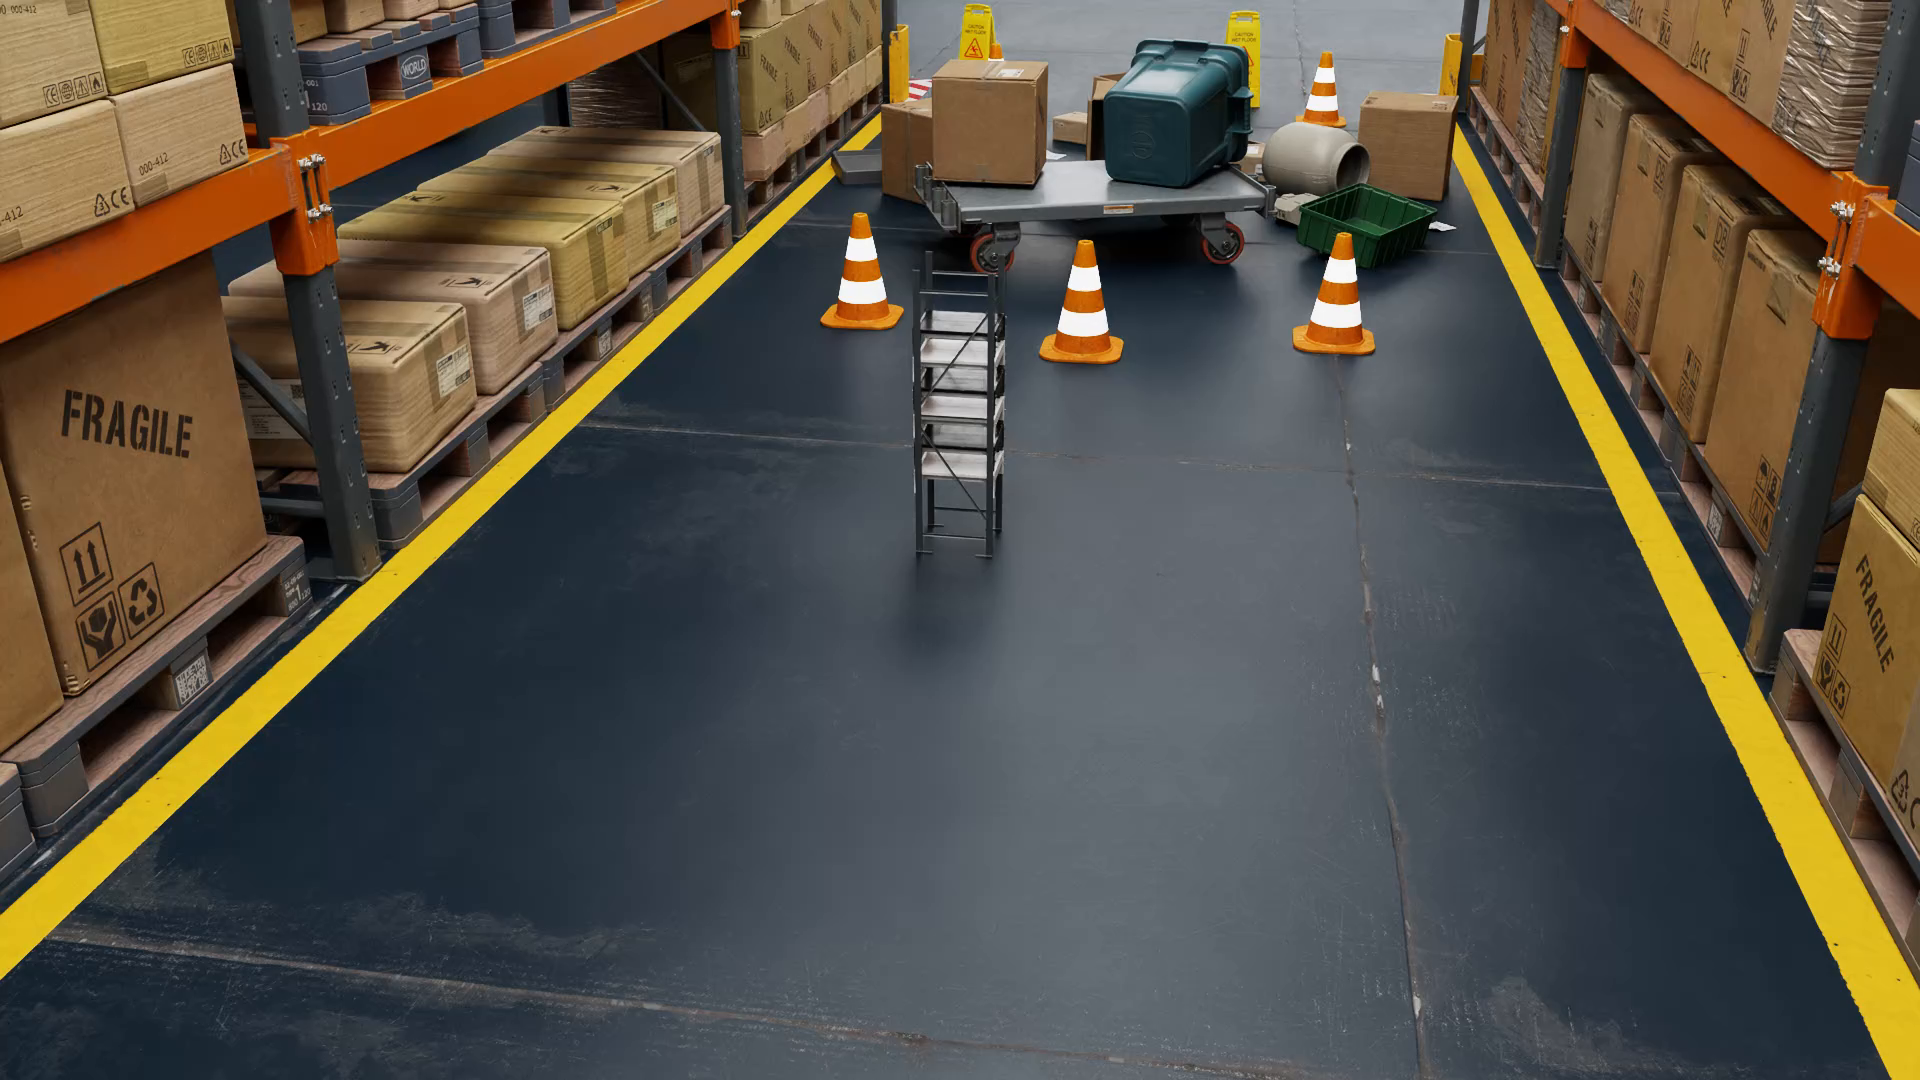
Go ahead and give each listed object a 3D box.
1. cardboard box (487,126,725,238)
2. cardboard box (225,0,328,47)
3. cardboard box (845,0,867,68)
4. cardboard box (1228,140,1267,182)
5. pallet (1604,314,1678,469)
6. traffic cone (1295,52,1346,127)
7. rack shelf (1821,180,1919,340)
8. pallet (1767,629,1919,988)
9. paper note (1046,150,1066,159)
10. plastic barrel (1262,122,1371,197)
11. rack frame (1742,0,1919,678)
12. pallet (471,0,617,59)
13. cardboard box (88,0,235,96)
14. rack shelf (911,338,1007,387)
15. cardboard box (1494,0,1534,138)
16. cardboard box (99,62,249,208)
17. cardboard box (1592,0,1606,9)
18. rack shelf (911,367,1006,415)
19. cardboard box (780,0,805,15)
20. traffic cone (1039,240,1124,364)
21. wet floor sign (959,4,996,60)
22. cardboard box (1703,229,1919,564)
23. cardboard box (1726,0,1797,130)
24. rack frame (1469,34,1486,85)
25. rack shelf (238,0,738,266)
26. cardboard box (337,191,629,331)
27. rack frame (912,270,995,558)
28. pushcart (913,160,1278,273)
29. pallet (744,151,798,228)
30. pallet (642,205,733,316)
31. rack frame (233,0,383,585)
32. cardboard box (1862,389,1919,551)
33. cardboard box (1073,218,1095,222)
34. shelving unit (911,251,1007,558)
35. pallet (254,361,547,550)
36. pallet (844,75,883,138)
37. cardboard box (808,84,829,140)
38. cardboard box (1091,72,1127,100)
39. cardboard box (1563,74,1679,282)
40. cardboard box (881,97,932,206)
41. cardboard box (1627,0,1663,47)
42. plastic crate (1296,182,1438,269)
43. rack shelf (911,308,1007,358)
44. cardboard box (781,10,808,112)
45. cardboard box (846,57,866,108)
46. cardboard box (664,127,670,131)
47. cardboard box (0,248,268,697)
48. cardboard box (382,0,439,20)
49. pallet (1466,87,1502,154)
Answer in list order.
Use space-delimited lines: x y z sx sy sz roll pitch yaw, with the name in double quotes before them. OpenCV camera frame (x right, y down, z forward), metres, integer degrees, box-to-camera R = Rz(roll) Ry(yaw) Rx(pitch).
"cardboard box" -1.693 -1.738 8.029 0.950 0.372 0.625 4 25 9
"cardboard box" -2.027 -1.484 4.683 0.380 0.149 0.250 3 25 5
"cardboard box" -0.911 -3.343 10.717 0.500 0.500 0.500 5 26 10
"cardboard box" 1.754 -2.265 9.775 0.396 0.266 0.258 8 26 18
"pallet" 3.042 -0.554 6.185 1.003 0.211 1.213 4 25 9
"traffic cone" 2.457 -3.057 11.235 0.336 0.463 0.334 4 25 9
"rack shelf" 2.310 0.179 2.179 1.077 0.370 4.000 4 25 9
"pallet" 2.508 0.606 3.706 1.003 0.211 1.213 4 25 9
"paper note" 0.567 -2.402 10.360 0.148 0.019 0.142 13 28 26
"plastic barrel" 1.963 -2.071 9.174 0.421 0.421 0.512 -20 32 -36
"rack frame" 2.637 -0.984 3.813 1.000 3.000 0.127 4 25 9
"pallet" -1.980 -2.028 6.271 1.003 0.211 1.213 4 25 9
"cardboard box" -2.092 -1.223 3.911 0.500 0.250 0.500 4 25 8
"rack shelf" -0.001 -0.537 4.990 0.258 0.077 0.200 4 25 9
"cardboard box" 3.757 -2.901 9.921 0.875 0.875 0.875 4 25 8
"cardboard box" -2.090 -0.987 3.997 0.500 0.250 0.500 3 25 7
"cardboard box" 2.939 -2.501 6.936 0.500 0.500 0.500 4 25 9
"rack shelf" -0.001 -0.455 5.028 0.258 0.077 0.200 4 25 9
"cardboard box" -1.085 -3.027 9.277 0.380 0.149 0.250 5 26 11
"traffic cone" 0.508 -1.002 6.845 0.336 0.463 0.334 4 25 9
"wet floor sign" 0.131 -3.569 12.114 0.267 0.644 0.232 13 28 26
"cardboard box" 2.825 -0.403 4.732 1.050 0.750 0.750 4 25 8
"cardboard box" 2.528 -1.444 4.680 0.500 0.500 0.500 4 25 9
"rack frame" 3.948 -4.329 10.961 0.949 2.616 0.053 4 25 9
"rack shelf" -1.936 -1.795 6.395 1.077 0.370 4.000 4 25 9
"cardboard box" -1.919 -1.146 6.764 0.950 0.372 0.625 5 26 10
"rack frame" -0.018 -0.362 4.961 0.240 0.900 0.006 4 25 9
"pushcart" 0.648 -1.633 8.293 1.648 0.377 0.936 -5 25 -10
"pallet" -1.535 -1.978 9.226 1.003 0.211 1.213 4 25 9
"pallet" -1.735 -1.369 7.925 1.003 0.211 1.213 4 25 9
"rack frame" -2.263 -1.284 4.456 1.000 3.000 0.127 4 25 9
"cardboard box" 2.285 -0.110 3.515 0.500 0.250 0.500 3 25 6
"cardboard box" 0.641 -1.911 9.020 0.258 0.266 0.396 -14 29 -27
"shelving unit" -0.001 -0.404 5.052 0.258 0.900 0.210 4 25 9
"pallet" -2.134 -0.348 5.745 1.003 0.211 1.213 4 25 9
"pallet" -1.136 -2.998 11.406 1.003 0.211 1.213 4 25 9
"cardboard box" -1.086 -2.576 9.964 0.500 0.250 0.500 4 25 8
"cardboard box" 1.255 -2.590 10.189 0.797 0.503 0.637 -14 29 -27
"cardboard box" 3.278 -1.562 7.207 1.050 0.750 0.750 4 25 8
"cardboard box" -0.092 -2.180 9.315 0.500 0.500 0.500 -20 32 -36
"cardboard box" 2.773 -2.080 6.038 0.500 0.500 0.500 4 25 8
"plastic crate" 2.027 -1.573 8.320 0.450 0.188 0.662 29 36 30
"rack shelf" -0.001 -0.619 4.952 0.258 0.077 0.200 4 25 9
"cardboard box" -1.171 -2.695 9.332 0.500 0.500 0.500 5 26 11
"cardboard box" -0.915 -3.002 10.874 0.500 0.250 0.500 4 25 9
"cardboard box" -1.778 -2.168 9.092 0.500 0.250 0.500 5 26 11
"cardboard box" -2.458 -0.229 4.212 0.875 0.875 0.875 4 25 8
"cardboard box" -1.857 -1.711 5.168 0.380 0.149 0.250 2 25 5
"pallet" 3.891 -2.727 10.827 1.003 0.211 1.213 4 25 9
